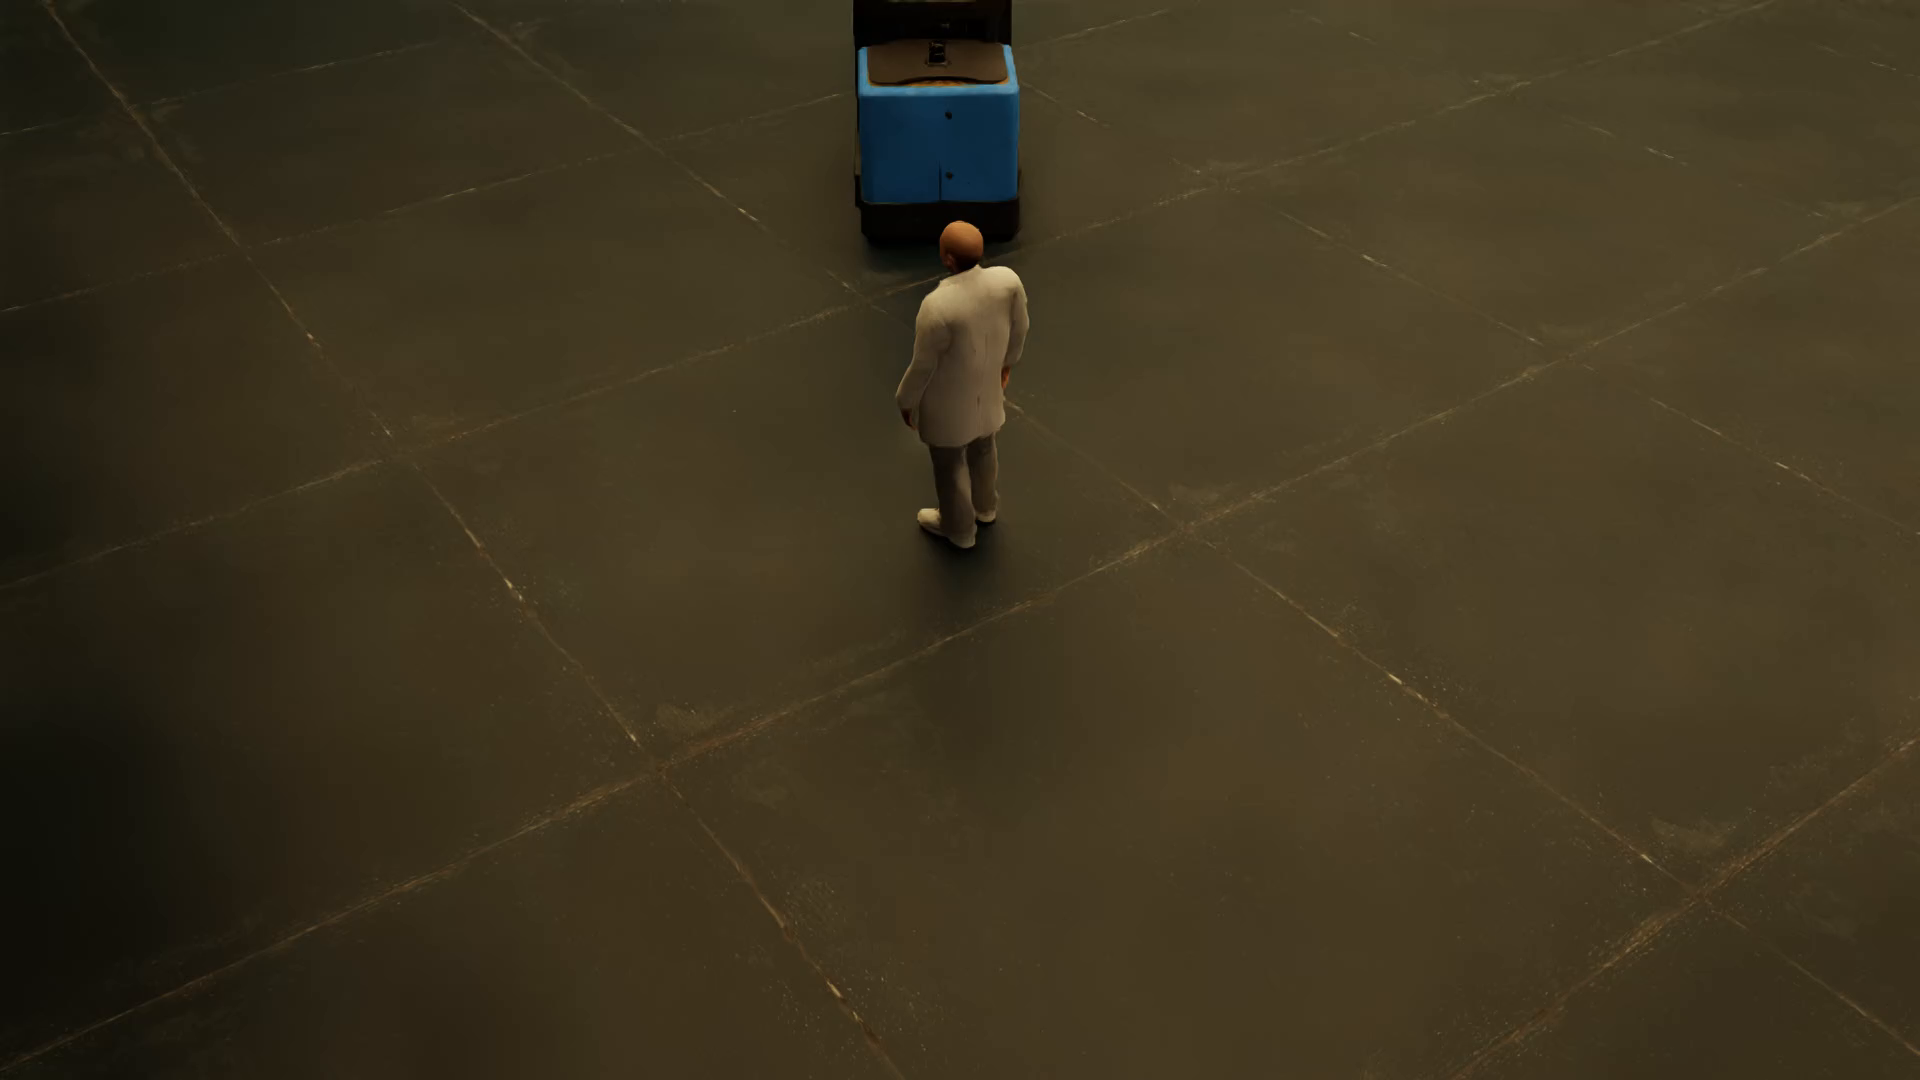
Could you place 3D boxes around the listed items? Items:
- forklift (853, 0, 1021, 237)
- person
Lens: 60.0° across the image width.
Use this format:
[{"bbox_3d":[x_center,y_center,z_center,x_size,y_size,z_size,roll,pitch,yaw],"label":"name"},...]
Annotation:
[{"bbox_3d":[-0.203,-4.035,11.402,1.130,2.935,3.031,-2,37,-2],"label":"forklift"},{"bbox_3d":[-0.049,-0.766,7.939,0.694,1.776,0.579,-23,42,-28],"label":"person"}]
